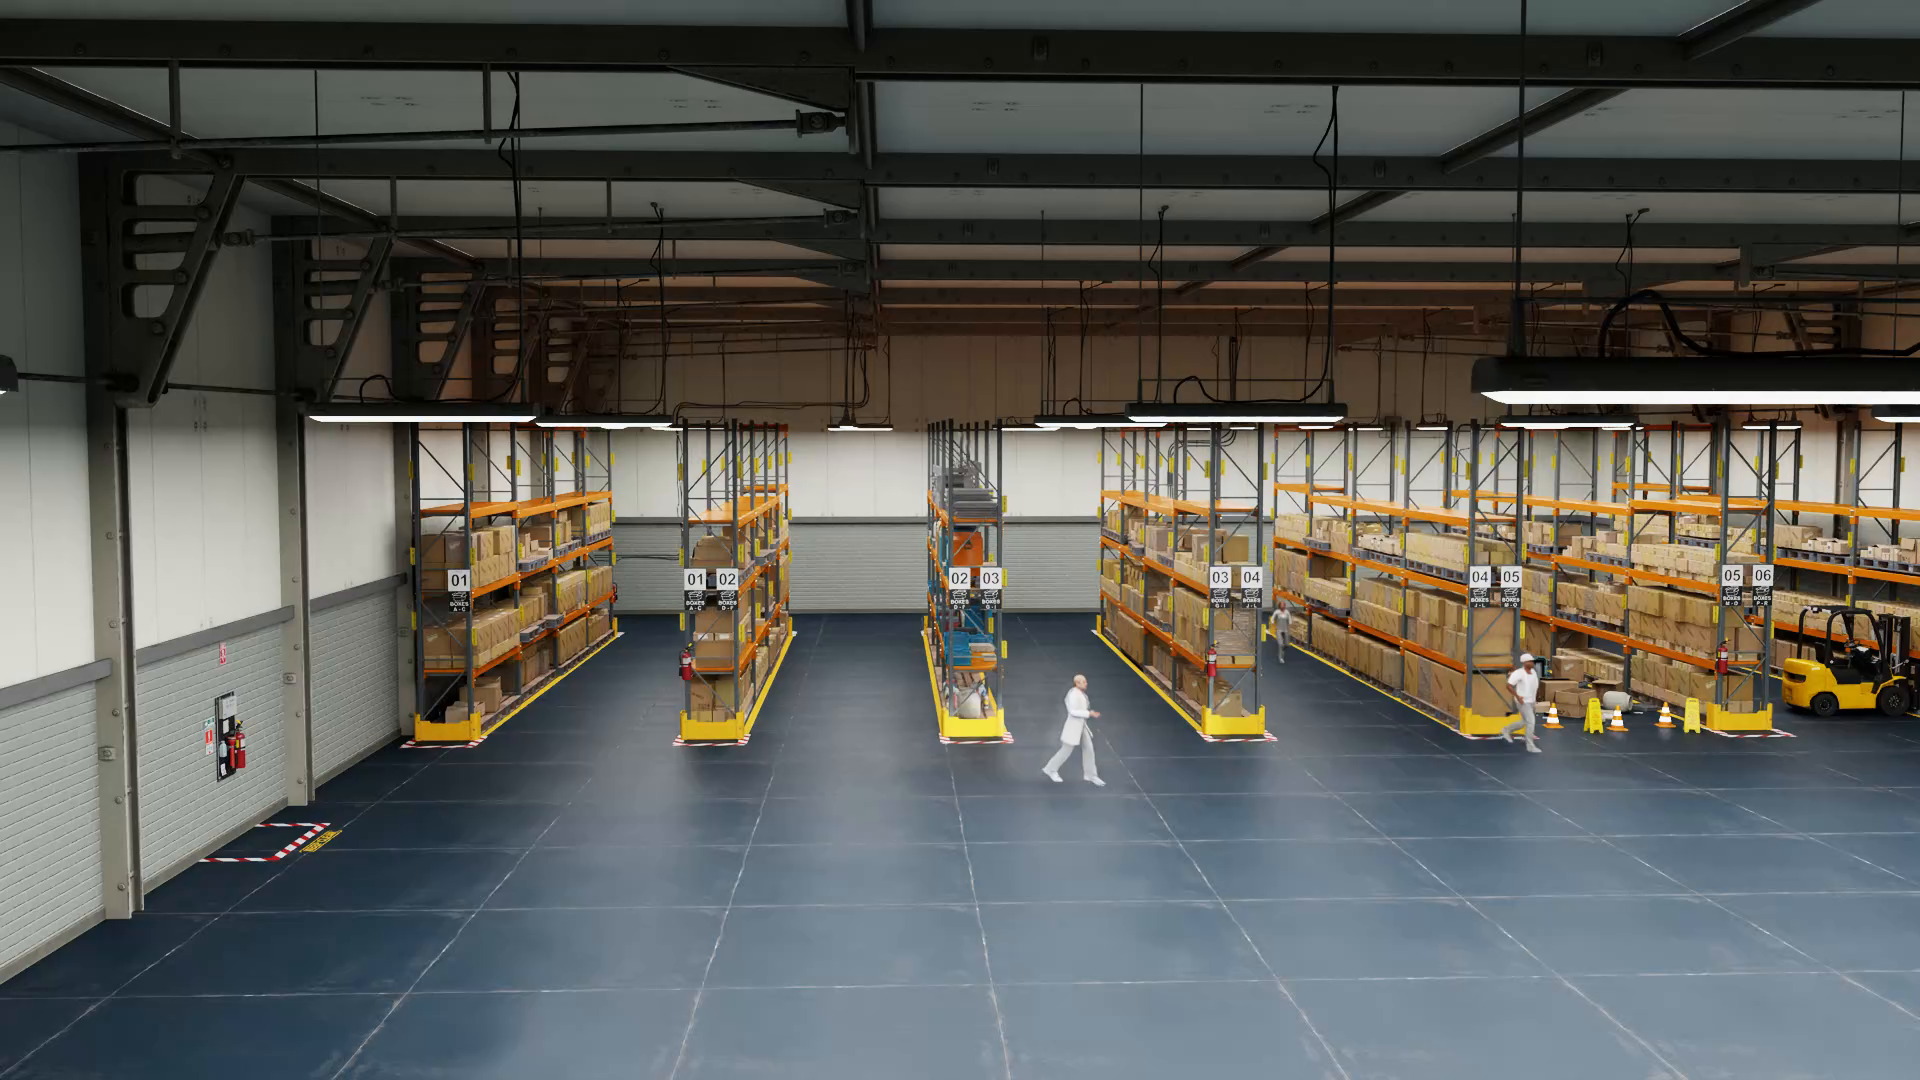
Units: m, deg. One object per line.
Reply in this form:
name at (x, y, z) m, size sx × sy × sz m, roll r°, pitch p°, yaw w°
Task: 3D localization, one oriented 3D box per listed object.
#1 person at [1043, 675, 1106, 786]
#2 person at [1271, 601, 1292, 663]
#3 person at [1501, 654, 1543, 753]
person at (1.850, 3.086, 27.060) m, size 1.017 × 1.803 × 0.660 m, roll 2°, pitch 4°, yaw 25°
person at (8.035, 2.286, 41.574) m, size 0.534 × 1.546 × 0.565 m, roll 0°, pitch 4°, yaw -1°
person at (10.135, 2.911, 29.958) m, size 0.696 × 1.759 × 0.864 m, roll -3°, pitch 5°, yaw -39°
